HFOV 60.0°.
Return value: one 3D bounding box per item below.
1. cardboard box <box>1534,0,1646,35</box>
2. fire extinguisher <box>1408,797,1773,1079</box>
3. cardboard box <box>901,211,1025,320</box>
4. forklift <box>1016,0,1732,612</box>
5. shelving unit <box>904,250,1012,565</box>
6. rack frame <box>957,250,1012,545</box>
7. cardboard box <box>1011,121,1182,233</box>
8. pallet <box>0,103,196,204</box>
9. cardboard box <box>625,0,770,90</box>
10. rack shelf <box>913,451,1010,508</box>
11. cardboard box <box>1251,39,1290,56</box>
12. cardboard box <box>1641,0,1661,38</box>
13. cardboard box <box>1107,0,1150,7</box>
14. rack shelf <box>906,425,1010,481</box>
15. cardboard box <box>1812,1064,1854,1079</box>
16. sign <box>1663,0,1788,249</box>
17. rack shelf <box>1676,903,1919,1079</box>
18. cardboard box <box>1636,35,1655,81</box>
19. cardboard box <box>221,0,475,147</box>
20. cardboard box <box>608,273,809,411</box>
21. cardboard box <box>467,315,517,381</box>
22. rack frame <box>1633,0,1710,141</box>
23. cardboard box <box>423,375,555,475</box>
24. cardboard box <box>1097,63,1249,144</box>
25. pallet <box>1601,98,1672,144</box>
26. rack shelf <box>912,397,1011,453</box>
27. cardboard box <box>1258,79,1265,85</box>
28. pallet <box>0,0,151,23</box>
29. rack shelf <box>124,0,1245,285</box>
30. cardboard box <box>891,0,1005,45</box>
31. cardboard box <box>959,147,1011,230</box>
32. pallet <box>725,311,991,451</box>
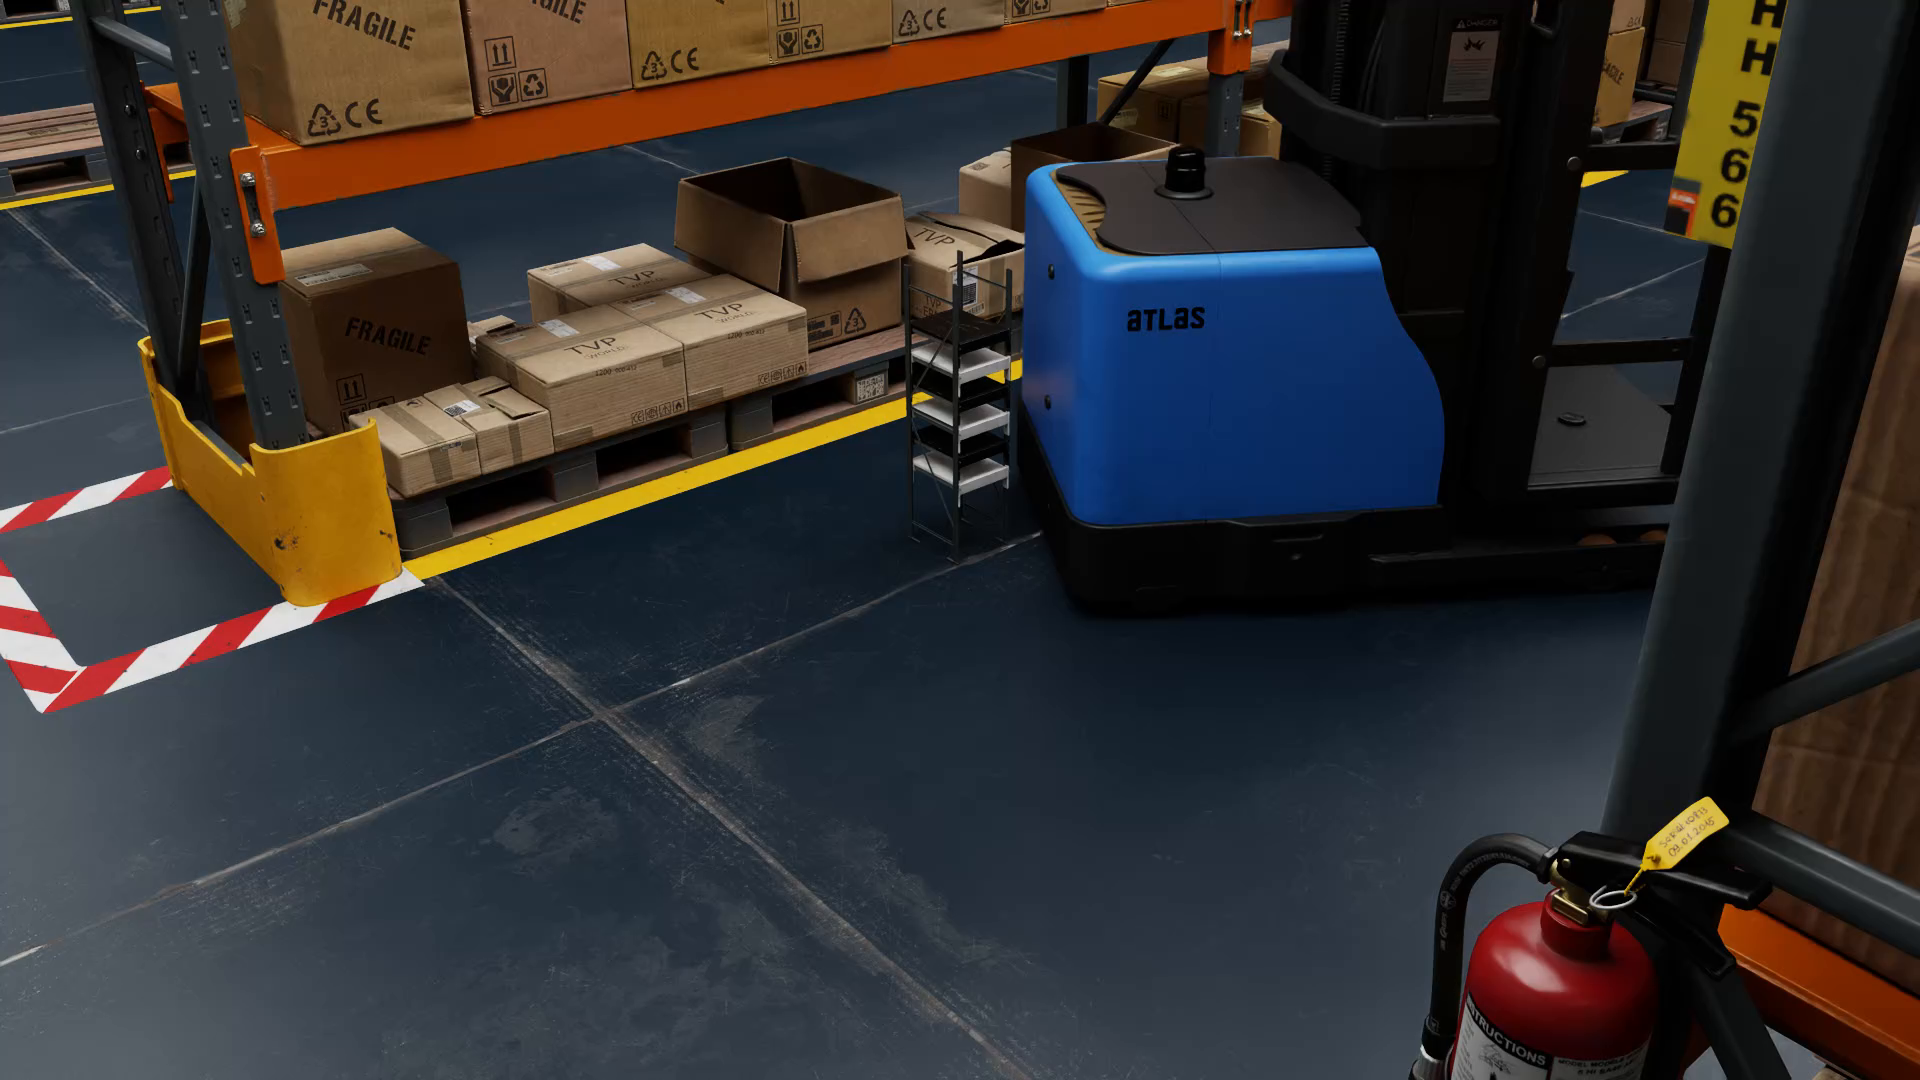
[{"bbox_3d":[3.248,-2.833,8.758,0.500,0.250,0.500,-20,34,-33],"label":"cardboard box"},{"bbox_3d":[0.565,0.502,1.606,0.183,0.674,0.296,-22,35,-35],"label":"fire extinguisher"},{"bbox_3d":[-0.016,-1.079,6.472,0.500,0.311,0.500,-22,35,-35],"label":"cardboard box"},{"bbox_3d":[1.749,-1.385,4.733,3.031,2.935,1.130,-4,28,-7],"label":"forklift"},{"bbox_3d":[-0.006,-0.394,5.033,0.210,0.900,0.258,-22,35,-35],"label":"shelving unit"},{"bbox_3d":[0.071,-0.426,5.091,0.006,0.900,0.240,-22,35,-35],"label":"rack frame"},{"bbox_3d":[0.555,-1.391,6.857,0.500,0.500,0.500,-22,35,-35],"label":"cardboard box"},{"bbox_3d":[-4.799,-2.138,9.027,1.213,0.211,1.003,-22,35,-35],"label":"pallet"},{"bbox_3d":[-0.958,-1.750,5.236,0.500,0.500,0.500,-22,35,-35],"label":"cardboard box"},{"bbox_3d":[-0.006,-0.206,5.134,0.200,0.077,0.258,-22,35,-35],"label":"rack shelf"},{"bbox_3d":[1.757,-2.223,8.412,0.500,0.500,0.500,-21,35,-34],"label":"cardboard box"},{"bbox_3d":[4.086,-3.268,10.059,0.500,0.311,0.500,-21,34,-34],"label":"cardboard box"},{"bbox_3d":[0.590,-2.375,6.406,0.500,0.500,0.500,-21,35,-34],"label":"cardboard box"},{"bbox_3d":[-0.006,-0.286,5.091,0.200,0.077,0.258,-22,35,-35],"label":"rack shelf"},{"bbox_3d":[1.447,1.090,2.234,0.500,0.500,0.700,-22,35,-35],"label":"cardboard box"},{"bbox_3d":[0.637,-0.391,1.320,0.005,0.325,0.100,-22,35,-35],"label":"sign"},{"bbox_3d":[2.501,0.128,2.591,4.000,0.370,1.077,-22,35,-35],"label":"rack shelf"},{"bbox_3d":[4.089,-3.020,10.191,0.500,0.250,0.500,-21,35,-34],"label":"cardboard box"},{"bbox_3d":[-1.730,-1.438,4.651,0.500,0.500,0.500,-21,35,-34],"label":"cardboard box"},{"bbox_3d":[-0.880,-0.704,5.836,0.500,0.250,0.500,-22,35,-35],"label":"cardboard box"},{"bbox_3d":[-1.619,-0.643,5.810,0.250,0.166,0.380,-22,35,-35],"label":"cardboard box"},{"bbox_3d":[3.847,-3.800,9.177,0.127,3.000,1.000,-22,35,-35],"label":"rack frame"},{"bbox_3d":[-1.507,-0.378,5.314,0.250,0.166,0.380,-22,35,-35],"label":"cardboard box"},{"bbox_3d":[0.993,-1.921,7.848,0.500,0.500,0.500,-22,35,-35],"label":"cardboard box"},{"bbox_3d":[3.254,-2.355,9.433,1.213,0.211,1.003,-22,35,-35],"label":"pallet"},{"bbox_3d":[-0.006,-0.365,5.049,0.200,0.077,0.258,-22,35,-35],"label":"rack shelf"},{"bbox_3d":[1.729,-1.895,7.799,0.500,0.500,0.500,-21,35,-34],"label":"cardboard box"},{"bbox_3d":[-7.181,-4.319,13.109,1.213,0.211,1.003,-22,35,-35],"label":"pallet"},{"bbox_3d":[-0.717,-1.647,5.912,4.000,0.370,1.077,-22,35,-35],"label":"rack shelf"},{"bbox_3d":[-0.190,-2.059,5.814,0.500,0.500,0.500,-21,35,-34],"label":"cardboard box"},{"bbox_3d":[0.344,-1.533,7.322,0.500,0.311,0.500,-22,35,-35],"label":"cardboard box"},{"bbox_3d":[-0.648,-0.761,6.450,1.213,0.211,1.003,-22,35,-35],"label":"pallet"}]
